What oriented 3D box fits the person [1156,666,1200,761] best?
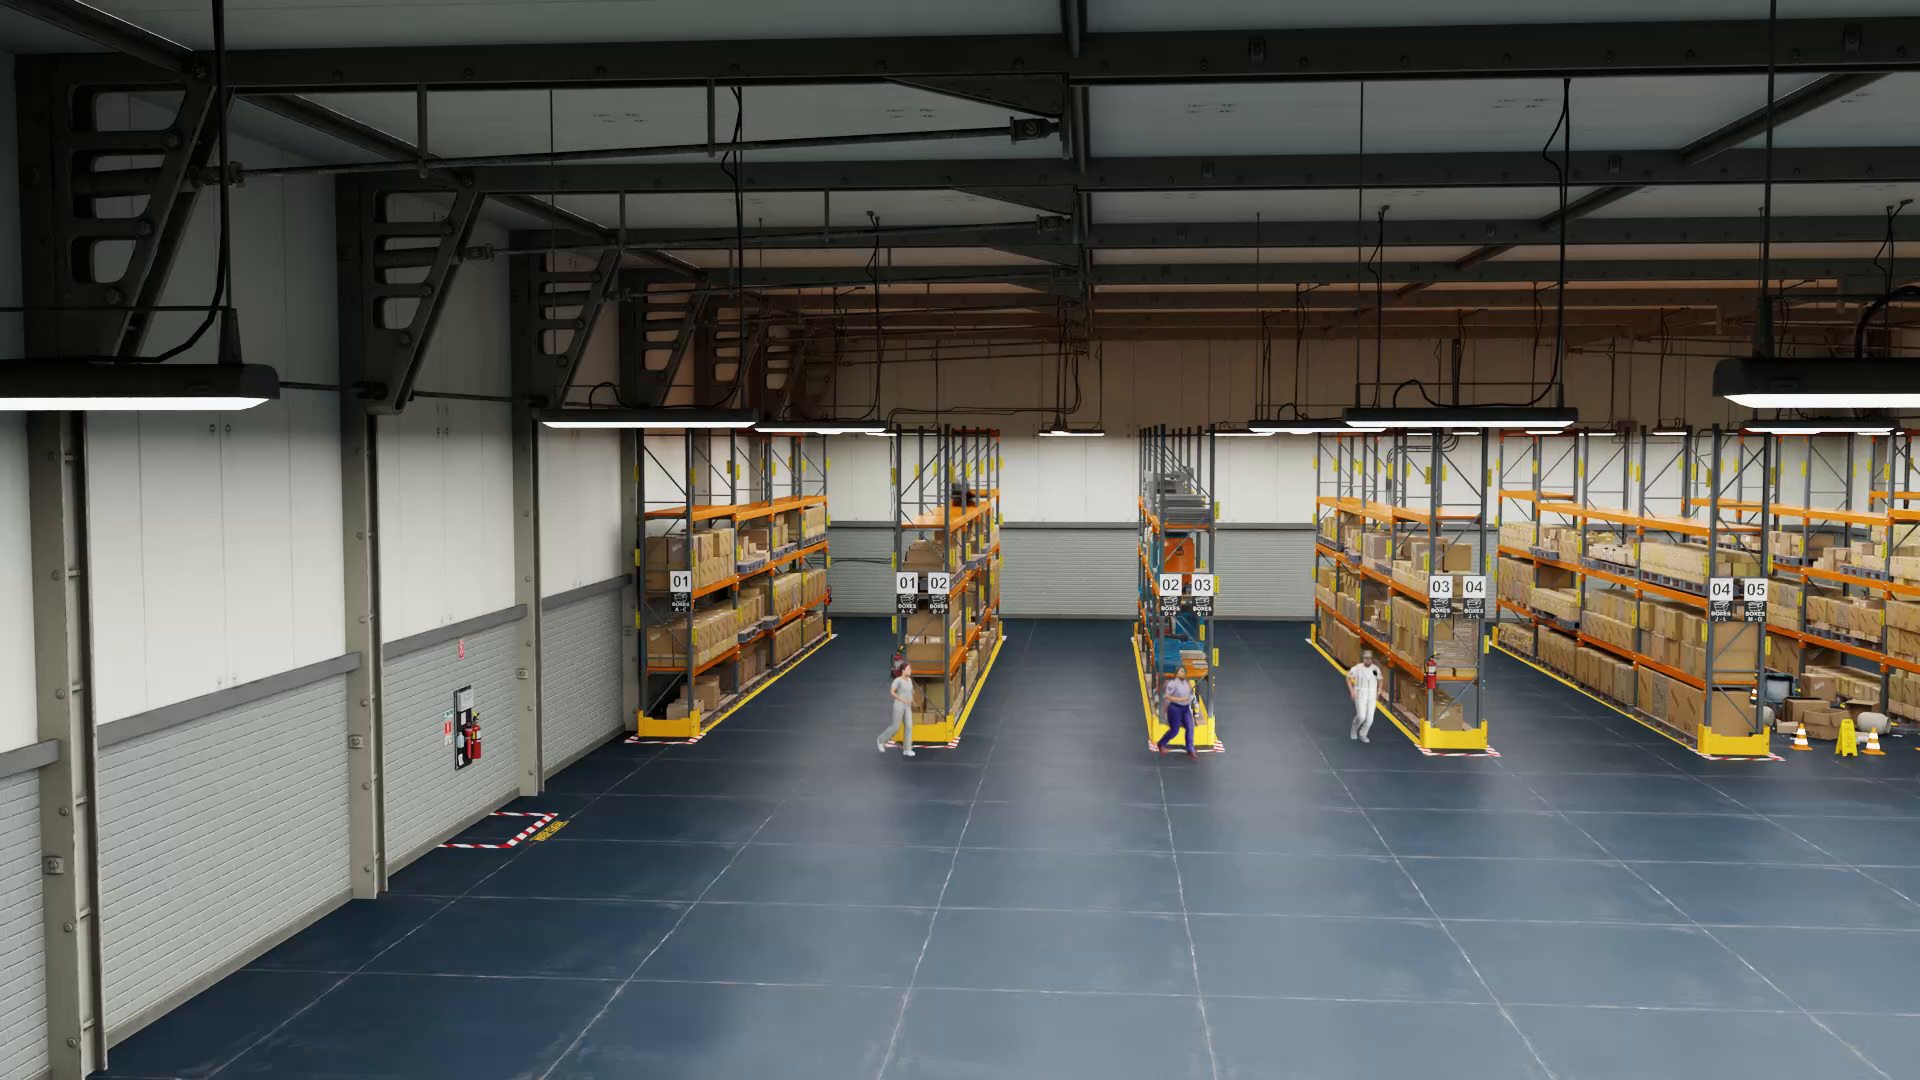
[{"bbox_3d":[3.896,3.086,29.753,0.844,1.678,0.630,3,4,39],"label":"person"}]

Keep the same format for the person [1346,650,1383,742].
[{"bbox_3d":[7.669,2.949,31.337,0.669,1.735,0.579,0,3,-6],"label":"person"}]

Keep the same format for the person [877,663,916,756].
[{"bbox_3d":[-1.025,3.044,30.164,0.893,1.637,0.633,3,5,41],"label":"person"}]
